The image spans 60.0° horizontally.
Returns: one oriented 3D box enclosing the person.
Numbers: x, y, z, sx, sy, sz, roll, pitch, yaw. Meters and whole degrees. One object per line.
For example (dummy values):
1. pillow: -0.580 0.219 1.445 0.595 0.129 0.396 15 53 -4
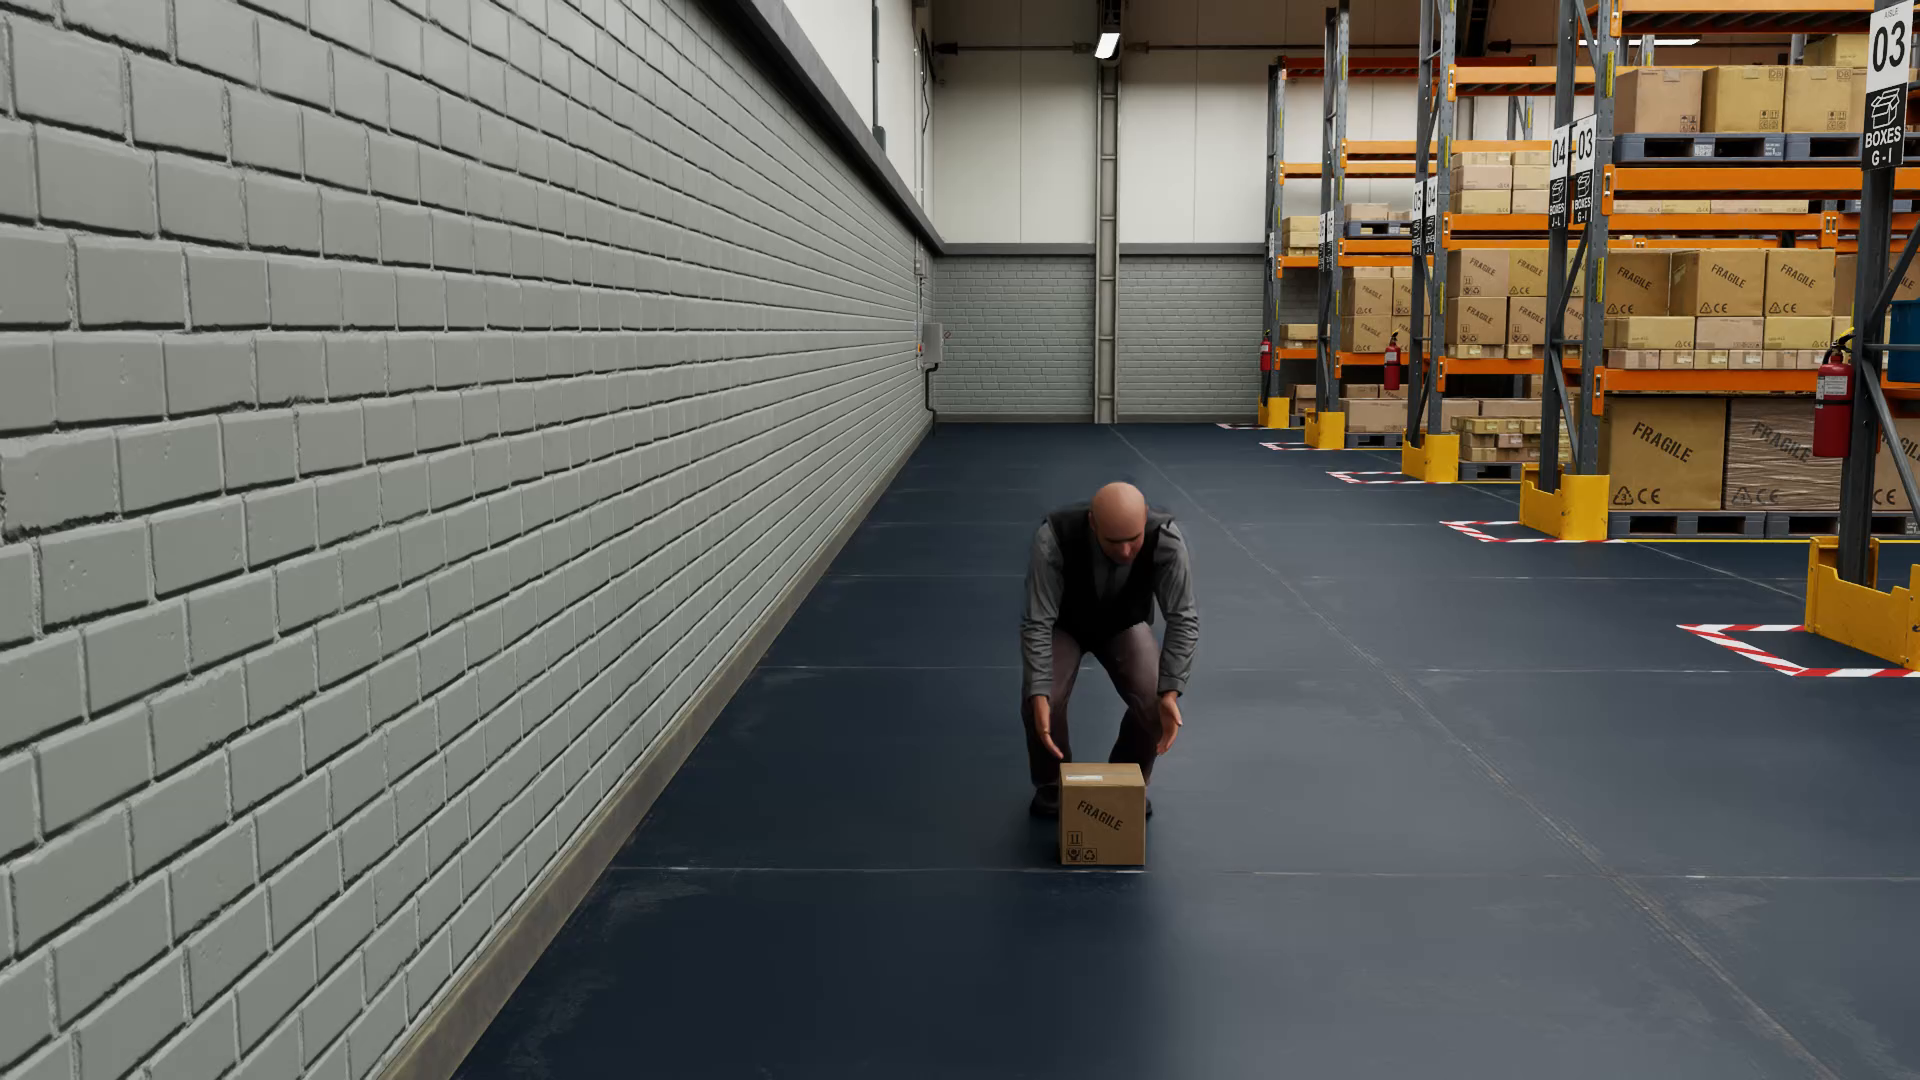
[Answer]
1. person: 0.477 0.349 5.438 0.568 1.139 0.823 0 7 2
